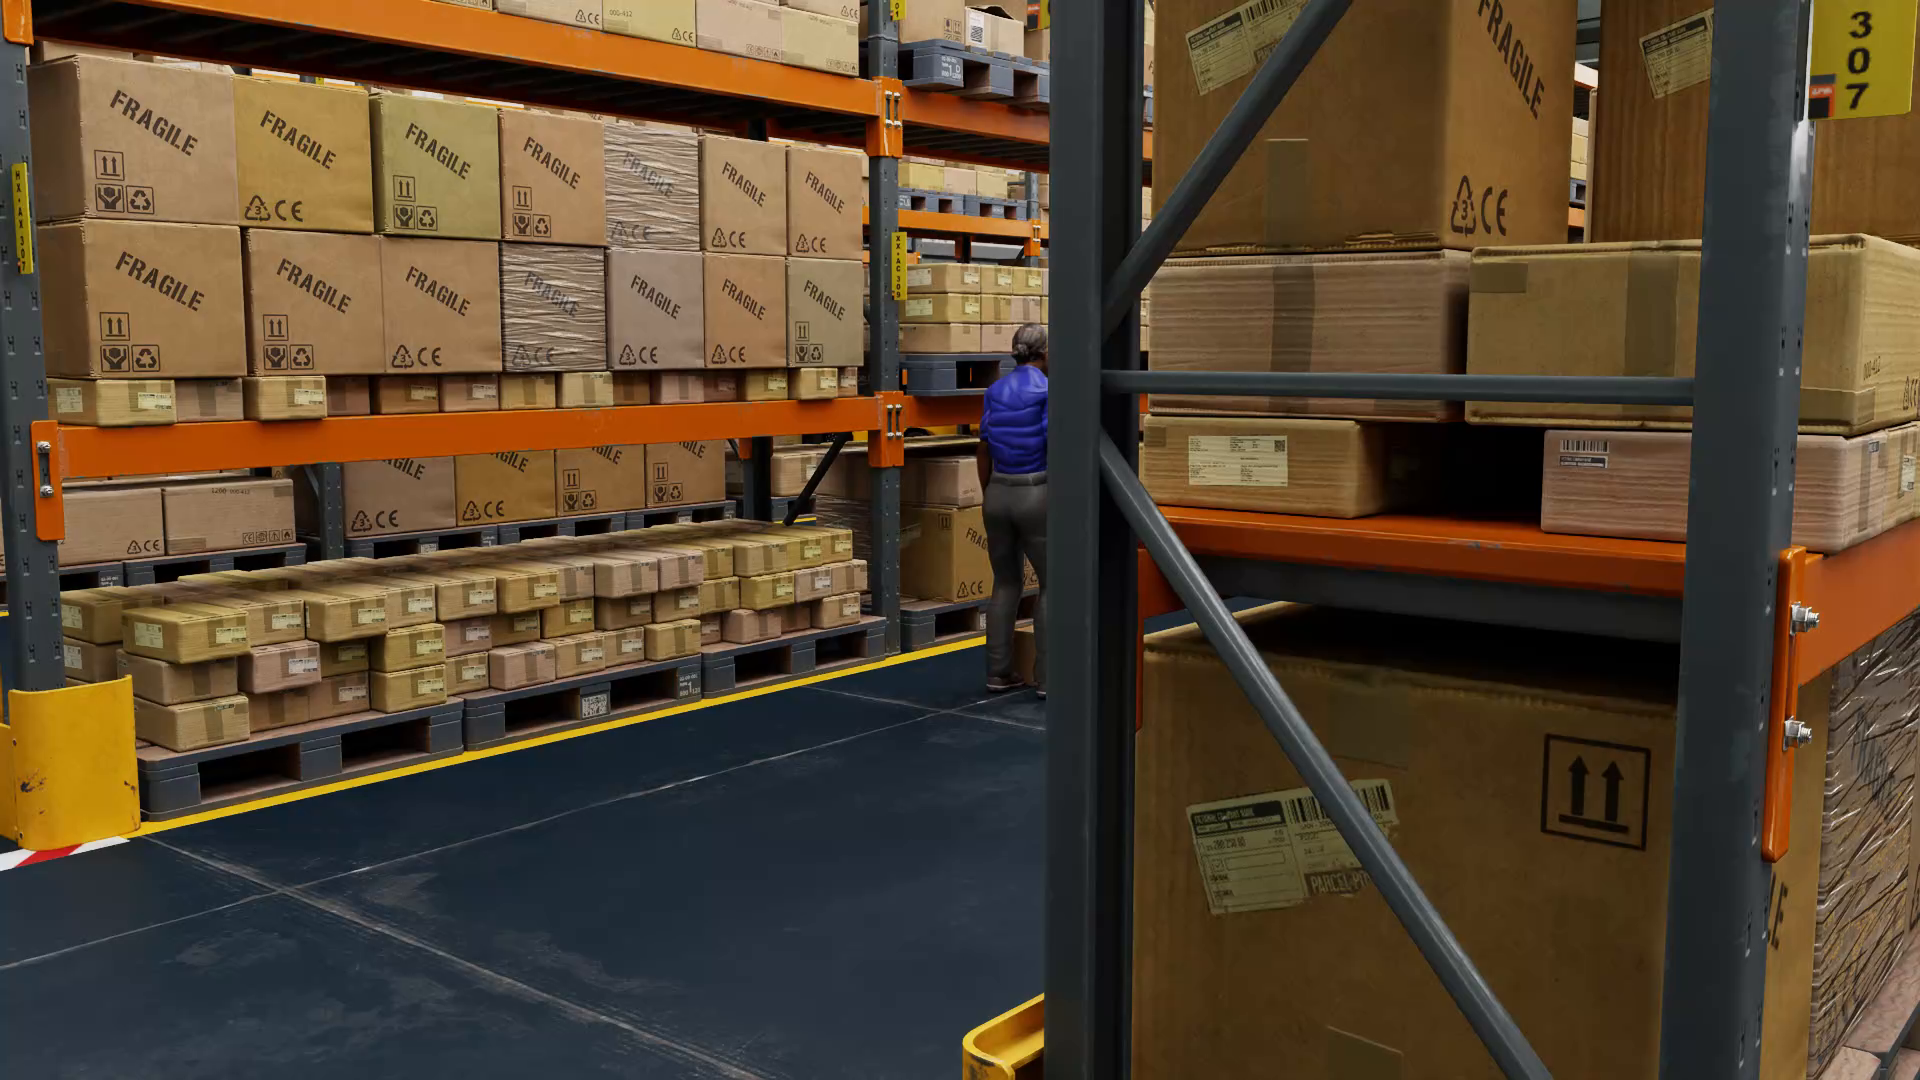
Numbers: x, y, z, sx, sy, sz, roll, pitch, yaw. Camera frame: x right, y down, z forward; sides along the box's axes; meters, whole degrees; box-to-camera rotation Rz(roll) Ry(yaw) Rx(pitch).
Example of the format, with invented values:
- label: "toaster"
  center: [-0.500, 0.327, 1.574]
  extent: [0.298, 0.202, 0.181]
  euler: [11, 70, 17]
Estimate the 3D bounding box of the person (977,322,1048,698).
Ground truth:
- label: "person"
  center: [0.304, -0.137, 7.411]
  extent: [0.507, 1.655, 0.349]
  euler: [5, 8, 37]
